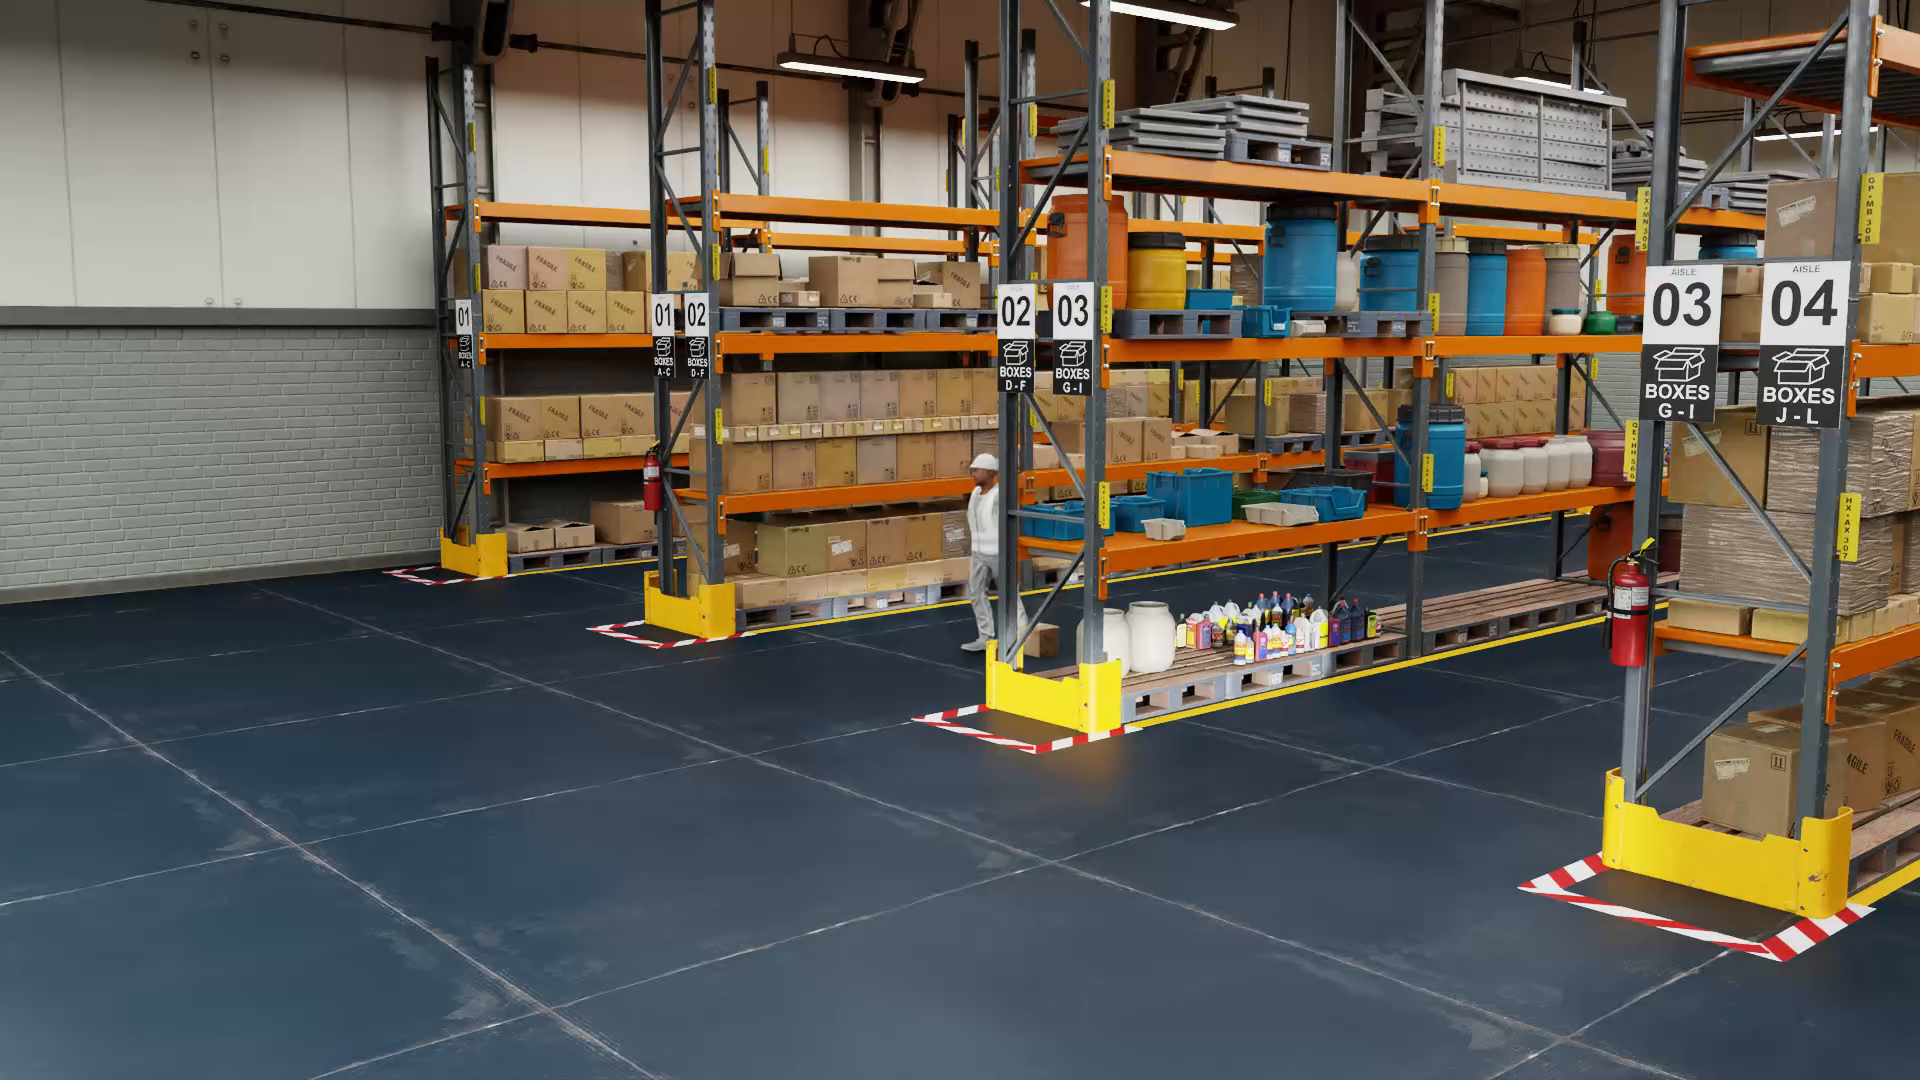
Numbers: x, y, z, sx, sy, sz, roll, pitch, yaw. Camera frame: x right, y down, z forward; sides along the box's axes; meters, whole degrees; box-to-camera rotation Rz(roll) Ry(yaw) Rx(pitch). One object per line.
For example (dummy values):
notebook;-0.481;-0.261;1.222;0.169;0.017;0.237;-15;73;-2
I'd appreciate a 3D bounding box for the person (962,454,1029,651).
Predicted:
person;0.325;0.114;14.840;0.603;1.776;0.599;-6;9;-37
